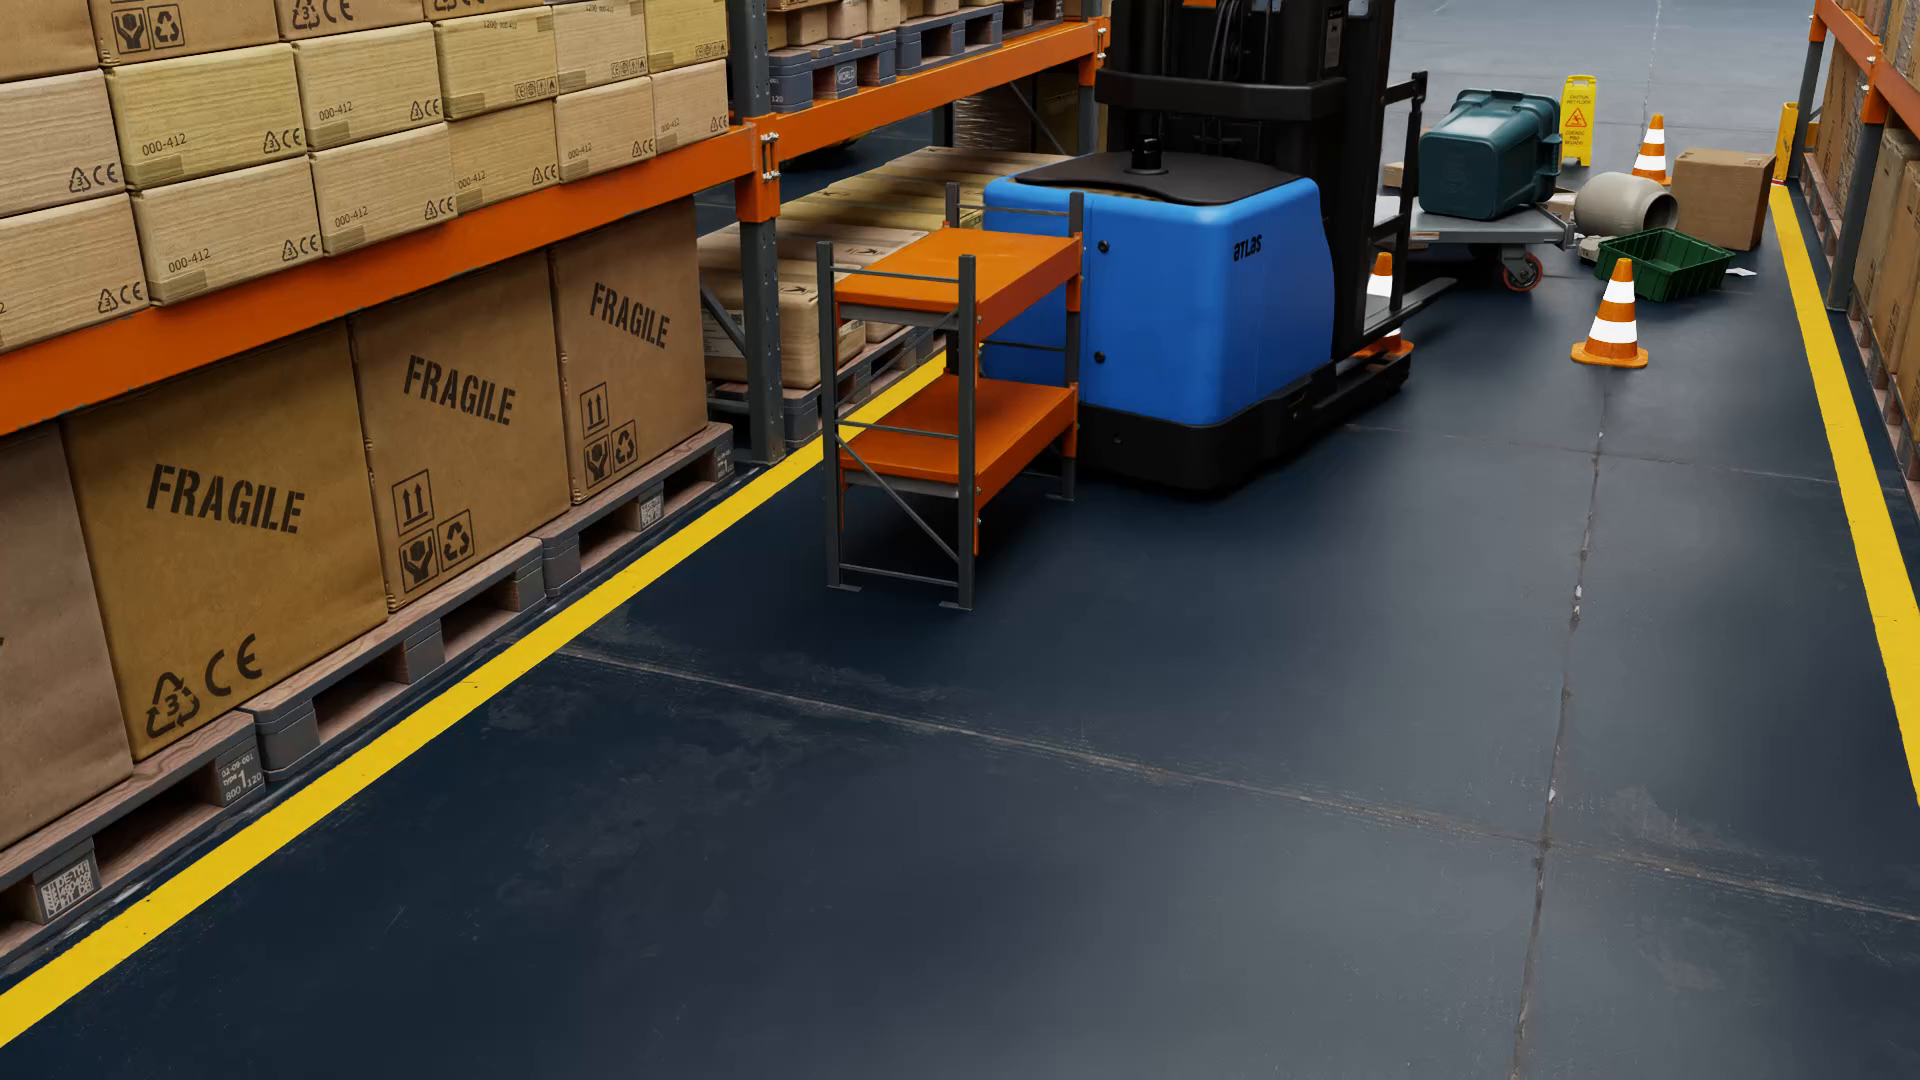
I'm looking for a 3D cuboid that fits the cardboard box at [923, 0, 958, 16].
[{"bbox_3d":[-0.229,-2.491,7.603,0.380,0.149,0.250,10,25,22],"label":"cardboard box"}]

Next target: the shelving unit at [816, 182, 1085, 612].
[{"bbox_3d":[-0.002,-0.517,5.527,0.538,1.125,1.048,9,24,20],"label":"shelving unit"}]

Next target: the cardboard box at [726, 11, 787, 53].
[{"bbox_3d":[-0.874,-1.920,6.235,0.380,0.149,0.250,7,24,17],"label":"cardboard box"}]

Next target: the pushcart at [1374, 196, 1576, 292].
[{"bbox_3d":[2.454,-1.665,9.247,1.648,0.377,0.936,1,23,2],"label":"pushcart"}]

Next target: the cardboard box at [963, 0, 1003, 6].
[{"bbox_3d":[-0.009,-2.675,8.043,0.380,0.149,0.250,9,24,20],"label":"cardboard box"}]

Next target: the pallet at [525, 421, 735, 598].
[{"bbox_3d":[-1.530,-0.194,5.941,1.003,0.211,1.213,9,24,20],"label":"pallet"}]

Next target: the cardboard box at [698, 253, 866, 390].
[{"bbox_3d":[-0.948,-0.934,6.959,0.950,0.372,0.625,7,24,16],"label":"cardboard box"}]

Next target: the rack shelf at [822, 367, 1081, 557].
[{"bbox_3d":[-0.003,-0.291,5.622,0.538,0.278,1.000,9,24,20],"label":"rack shelf"}]

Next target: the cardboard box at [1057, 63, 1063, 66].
[{"bbox_3d":[0.476,-2.887,10.820,0.500,0.500,0.500,9,24,21],"label":"cardboard box"}]

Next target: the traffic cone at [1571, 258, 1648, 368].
[{"bbox_3d":[3.052,-1.077,7.727,0.336,0.463,0.334,9,24,20],"label":"traffic cone"}]

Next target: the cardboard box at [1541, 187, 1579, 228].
[{"bbox_3d":[3.880,-2.128,10.501,0.396,0.266,0.258,13,26,29],"label":"cardboard box"}]

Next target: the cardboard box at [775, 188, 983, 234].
[{"bbox_3d":[-0.395,-1.470,8.242,0.950,0.372,0.625,10,25,22],"label":"cardboard box"}]

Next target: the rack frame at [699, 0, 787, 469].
[{"bbox_3d":[-1.167,-1.752,6.053,1.000,3.000,0.127,9,24,20],"label":"rack frame"}]

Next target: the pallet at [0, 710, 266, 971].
[{"bbox_3d":[-2.436,0.679,3.851,1.003,0.211,1.213,9,24,20],"label":"pallet"}]

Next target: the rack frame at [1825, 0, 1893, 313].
[{"bbox_3d":[4.952,-2.511,7.870,1.000,3.000,0.127,9,24,20],"label":"rack frame"}]

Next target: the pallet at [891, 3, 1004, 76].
[{"bbox_3d":[-0.470,-2.378,7.800,1.003,0.211,1.213,9,24,20],"label":"pallet"}]

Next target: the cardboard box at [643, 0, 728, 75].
[{"bbox_3d":[-1.111,-1.704,5.484,0.500,0.250,0.500,9,24,20],"label":"cardboard box"}]

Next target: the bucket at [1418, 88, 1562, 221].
[{"bbox_3d":[2.862,-2.081,9.115,0.726,0.611,0.620,19,39,38],"label":"bucket"}]

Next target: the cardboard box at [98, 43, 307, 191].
[{"bbox_3d":[-1.848,-0.967,3.719,0.500,0.250,0.500,9,24,21],"label":"cardboard box"}]

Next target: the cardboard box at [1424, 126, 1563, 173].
[{"bbox_3d":[3.502,-2.472,11.015,0.797,0.503,0.637,-7,24,-17],"label":"cardboard box"}]

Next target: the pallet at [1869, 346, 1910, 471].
[{"bbox_3d":[4.284,-0.499,6.672,1.003,0.211,1.213,9,24,20],"label":"pallet"}]

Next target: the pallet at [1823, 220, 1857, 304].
[{"bbox_3d":[5.307,-1.485,9.032,1.003,0.211,1.213,9,24,20],"label":"pallet"}]

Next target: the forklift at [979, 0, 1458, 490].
[{"bbox_3d":[1.330,-2.044,6.840,1.130,2.935,3.031,15,27,32],"label":"forklift"}]

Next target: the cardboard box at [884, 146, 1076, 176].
[{"bbox_3d":[0.126,-1.977,9.455,0.950,0.372,0.625,9,24,21],"label":"cardboard box"}]

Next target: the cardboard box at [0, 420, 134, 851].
[{"bbox_3d":[-2.497,0.233,3.513,0.875,0.875,0.875,10,25,22],"label":"cardboard box"}]

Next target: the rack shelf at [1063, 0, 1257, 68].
[{"bbox_3d":[1.061,-3.567,11.332,1.077,0.370,4.000,9,24,20],"label":"rack shelf"}]

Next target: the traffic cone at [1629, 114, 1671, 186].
[{"bbox_3d":[4.922,-2.785,11.817,0.336,0.463,0.334,9,24,20],"label":"traffic cone"}]

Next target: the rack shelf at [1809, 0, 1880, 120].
[{"bbox_3d":[5.695,-2.895,9.722,1.077,0.370,4.000,9,24,20],"label":"rack shelf"}]

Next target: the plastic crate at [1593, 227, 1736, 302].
[{"bbox_3d":[3.800,-1.490,8.999,0.662,0.188,0.450,-17,38,-35],"label":"plastic crate"}]

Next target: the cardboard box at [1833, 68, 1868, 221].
[{"bbox_3d":[5.582,-2.263,9.487,0.875,0.875,0.875,9,24,20],"label":"cardboard box"}]

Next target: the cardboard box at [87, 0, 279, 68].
[{"bbox_3d":[-1.871,-1.310,3.567,0.500,0.500,0.500,8,24,19],"label":"cardboard box"}]

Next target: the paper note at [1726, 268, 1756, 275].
[{"bbox_3d":[4.361,-1.512,9.328,0.147,0.020,0.142,-7,24,-17],"label":"paper note"}]

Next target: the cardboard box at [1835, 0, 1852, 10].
[{"bbox_3d":[5.833,-3.490,10.019,0.875,0.550,0.550,9,24,20],"label":"cardboard box"}]

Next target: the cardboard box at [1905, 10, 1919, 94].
[{"bbox_3d":[4.132,-2.048,6.632,0.500,0.500,0.500,9,24,20],"label":"cardboard box"}]

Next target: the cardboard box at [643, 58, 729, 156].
[{"bbox_3d":[-1.114,-1.465,5.560,0.500,0.250,0.500,8,24,18],"label":"cardboard box"}]

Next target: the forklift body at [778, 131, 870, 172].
[{"bbox_3d":[-1.816,-3.993,12.519,2.313,2.155,1.214,9,24,20],"label":"forklift body"}]

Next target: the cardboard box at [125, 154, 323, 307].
[{"bbox_3d":[-1.849,-0.738,3.819,0.500,0.250,0.500,9,24,20],"label":"cardboard box"}]

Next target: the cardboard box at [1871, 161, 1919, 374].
[{"bbox_3d":[4.443,-1.087,6.835,1.050,0.750,0.750,9,24,20],"label":"cardboard box"}]

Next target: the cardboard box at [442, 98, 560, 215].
[{"bbox_3d":[-1.491,-1.102,4.691,0.500,0.250,0.500,9,24,20],"label":"cardboard box"}]

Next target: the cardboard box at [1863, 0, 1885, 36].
[{"bbox_3d":[5.261,-2.914,8.640,0.875,0.550,0.550,9,24,20],"label":"cardboard box"}]

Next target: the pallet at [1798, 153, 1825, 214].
[{"bbox_3d":[6.213,-2.358,11.122,1.003,0.211,1.213,9,24,20],"label":"pallet"}]

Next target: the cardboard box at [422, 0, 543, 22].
[{"bbox_3d":[-1.490,-1.676,4.443,0.500,0.500,0.500,9,24,20],"label":"cardboard box"}]

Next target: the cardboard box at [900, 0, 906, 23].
[{"bbox_3d":[-0.455,-2.300,7.146,0.380,0.149,0.250,10,25,23],"label":"cardboard box"}]

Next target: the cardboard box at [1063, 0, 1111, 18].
[{"bbox_3d":[0.733,-3.134,9.688,0.380,0.149,0.250,9,24,20],"label":"cardboard box"}]

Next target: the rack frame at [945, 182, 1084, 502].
[{"bbox_3d":[0.186,-0.699,5.963,0.500,1.125,0.032,9,24,20],"label":"rack frame"}]

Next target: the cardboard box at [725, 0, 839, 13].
[{"bbox_3d":[-0.785,-2.257,6.202,0.500,0.500,0.500,8,24,19],"label":"cardboard box"}]

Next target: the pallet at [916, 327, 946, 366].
[{"bbox_3d":[-0.421,-1.180,8.301,1.003,0.211,1.213,9,24,20],"label":"pallet"}]

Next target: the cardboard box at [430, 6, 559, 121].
[{"bbox_3d":[-1.470,-1.334,4.597,0.500,0.250,0.500,8,24,19],"label":"cardboard box"}]

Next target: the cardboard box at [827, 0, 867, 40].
[{"bbox_3d":[-0.593,-2.107,6.685,0.380,0.149,0.250,7,24,17],"label":"cardboard box"}]

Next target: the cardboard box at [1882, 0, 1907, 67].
[{"bbox_3d":[4.507,-2.408,7.492,0.500,0.500,0.500,9,24,21],"label":"cardboard box"}]

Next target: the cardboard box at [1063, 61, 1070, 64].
[{"bbox_3d":[0.976,-2.820,10.660,0.500,0.500,0.500,10,25,22],"label":"cardboard box"}]

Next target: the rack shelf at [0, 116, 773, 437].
[{"bbox_3d":[-1.910,-0.705,4.478,1.077,0.370,4.000,9,24,20],"label":"rack shelf"}]

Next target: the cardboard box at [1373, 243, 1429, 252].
[{"bbox_3d":[2.614,-1.906,9.969,0.258,0.266,0.396,-7,24,-17],"label":"cardboard box"}]

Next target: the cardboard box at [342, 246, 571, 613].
[{"bbox_3d":[-1.836,-0.412,5.056,0.875,0.875,0.875,9,24,21],"label":"cardboard box"}]

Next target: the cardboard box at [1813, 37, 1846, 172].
[{"bbox_3d":[6.247,-2.904,11.022,0.875,0.875,0.875,9,24,20],"label":"cardboard box"}]
